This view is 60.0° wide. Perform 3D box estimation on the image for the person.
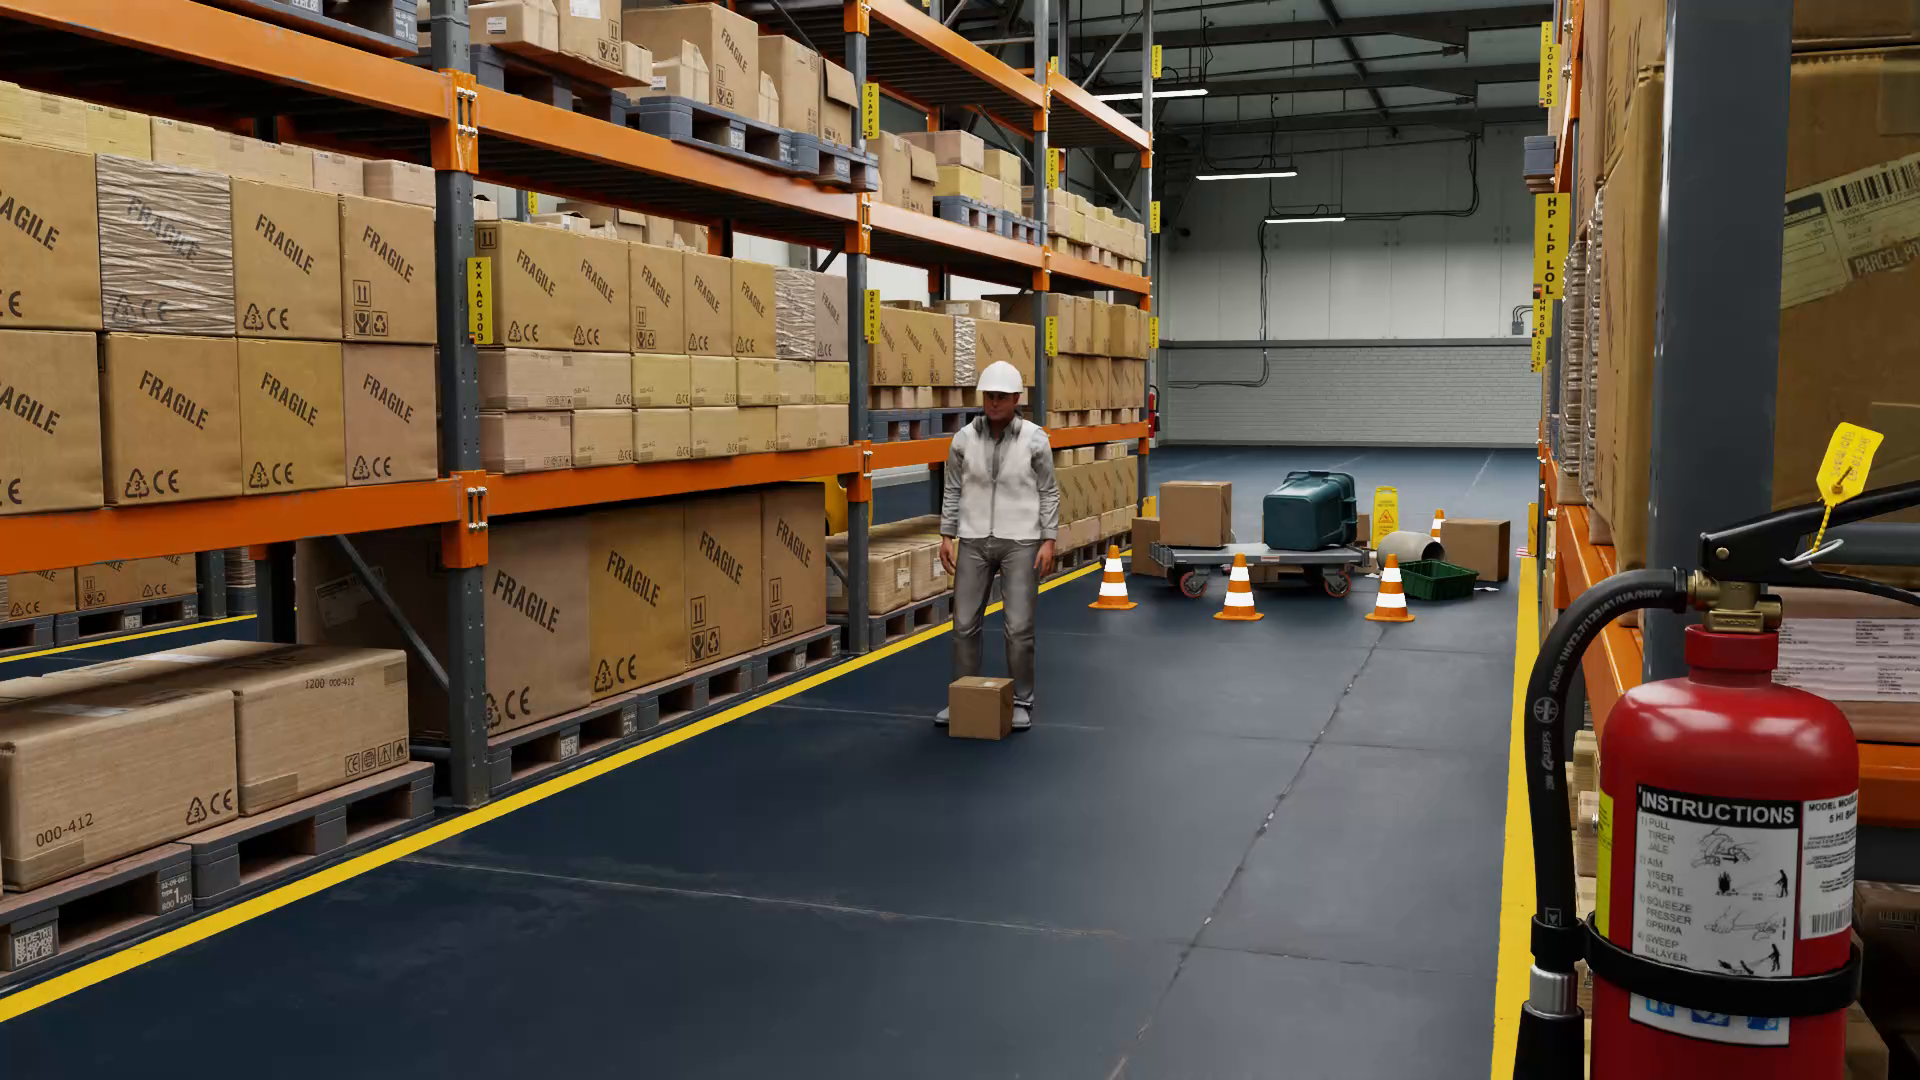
[{"bbox_3d":[0.188,0.020,8.111,0.594,1.773,0.457,1,5,16],"label":"person"}]
